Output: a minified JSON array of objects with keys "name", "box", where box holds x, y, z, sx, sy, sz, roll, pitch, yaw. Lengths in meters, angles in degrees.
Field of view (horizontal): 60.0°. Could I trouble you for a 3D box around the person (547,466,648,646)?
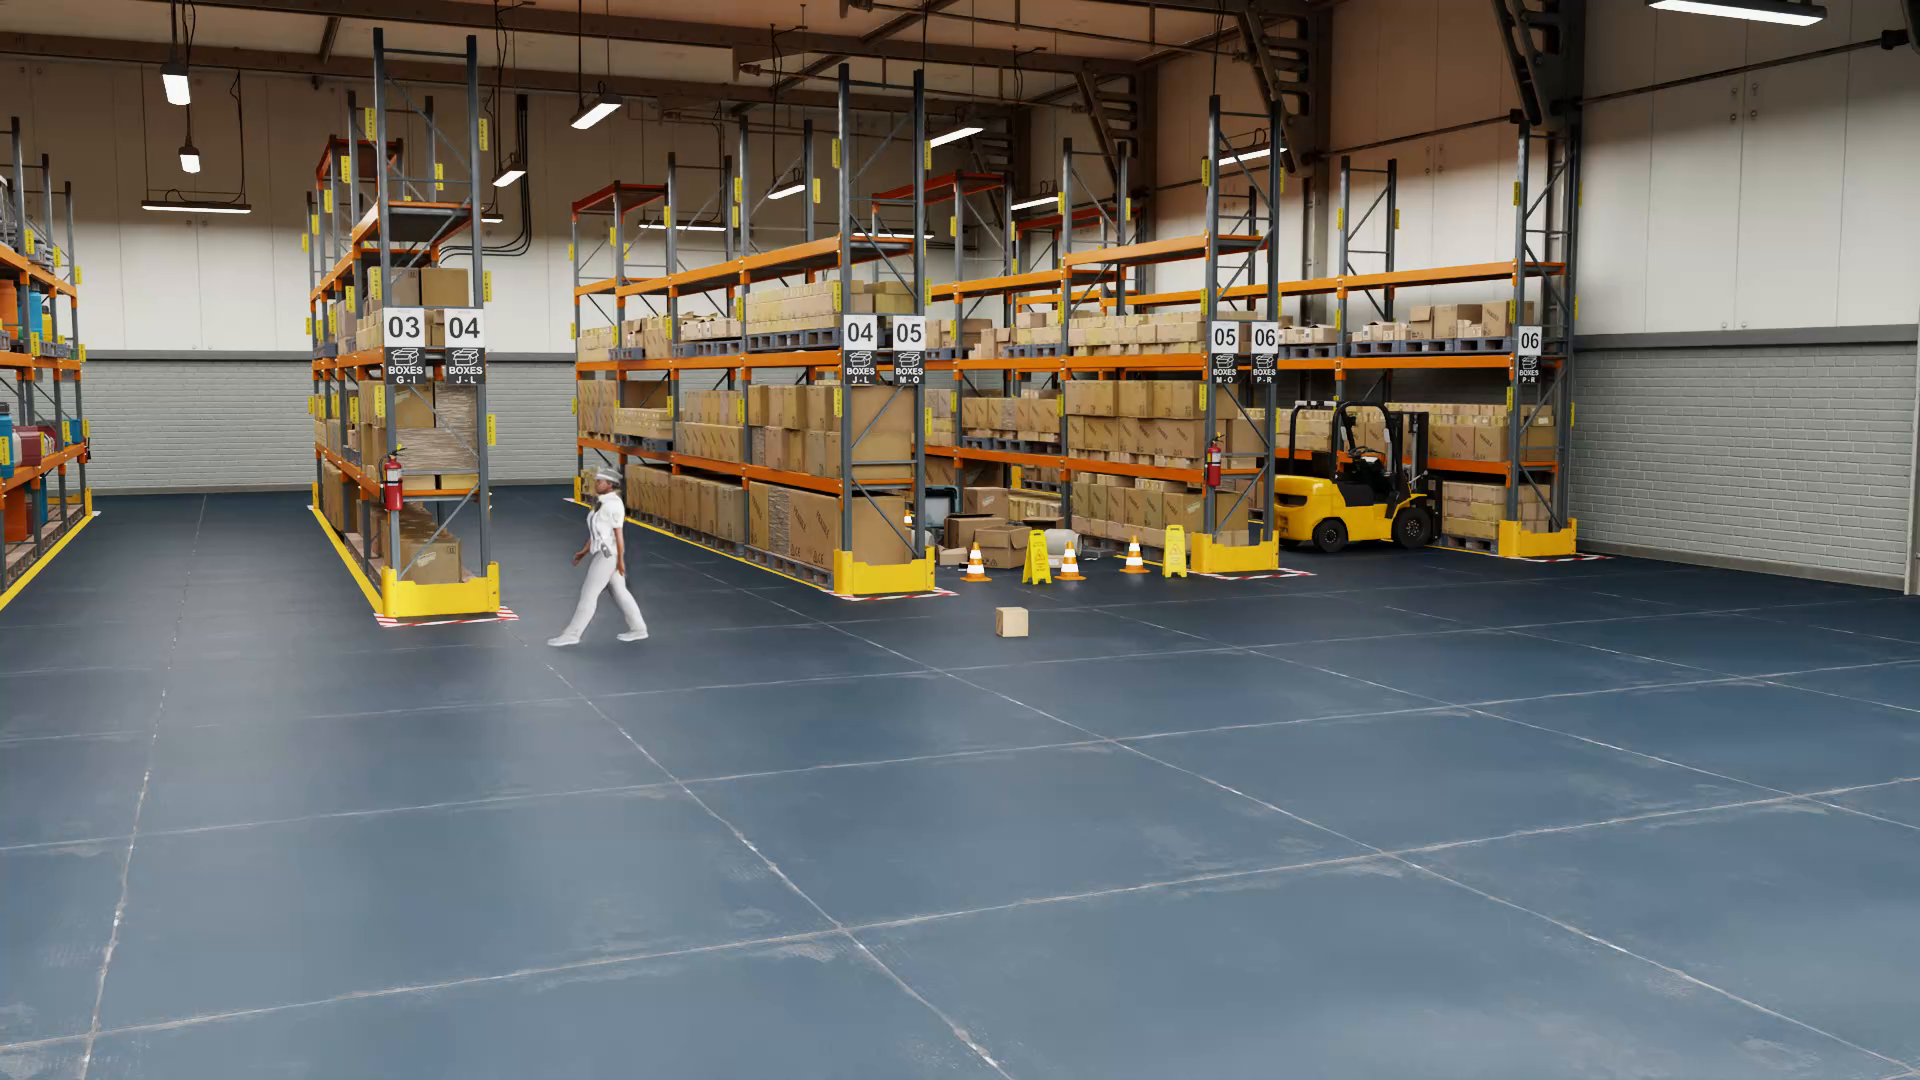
[{"name":"person","box":[-3.363,0.134,15.354,0.937,1.642,0.458,-2,6,-18]}]
